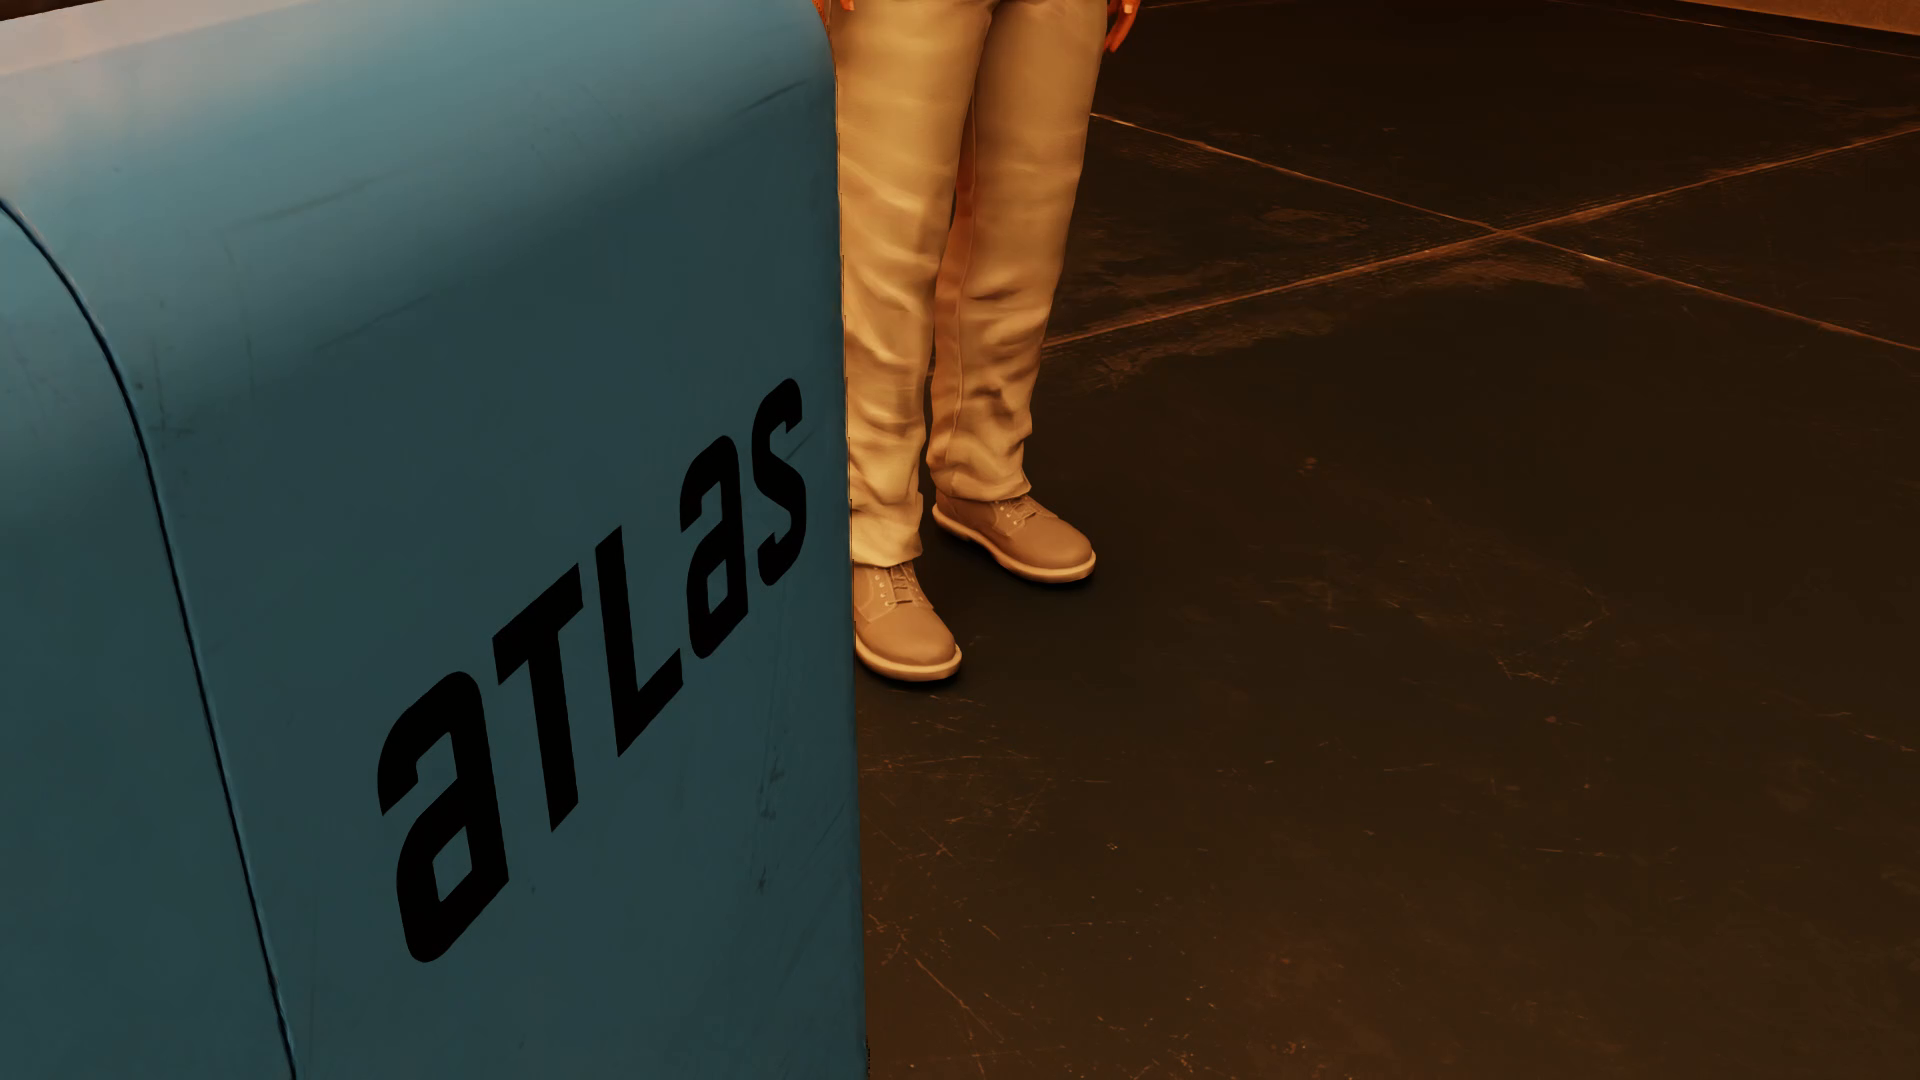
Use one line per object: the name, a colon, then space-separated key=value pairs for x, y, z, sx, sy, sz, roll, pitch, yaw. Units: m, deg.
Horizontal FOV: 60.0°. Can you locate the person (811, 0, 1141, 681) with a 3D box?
person: x=0.025 y=-0.718 z=2.055 sx=0.598 sy=1.670 sz=0.529 roll=-17 pitch=31 yaw=-31
